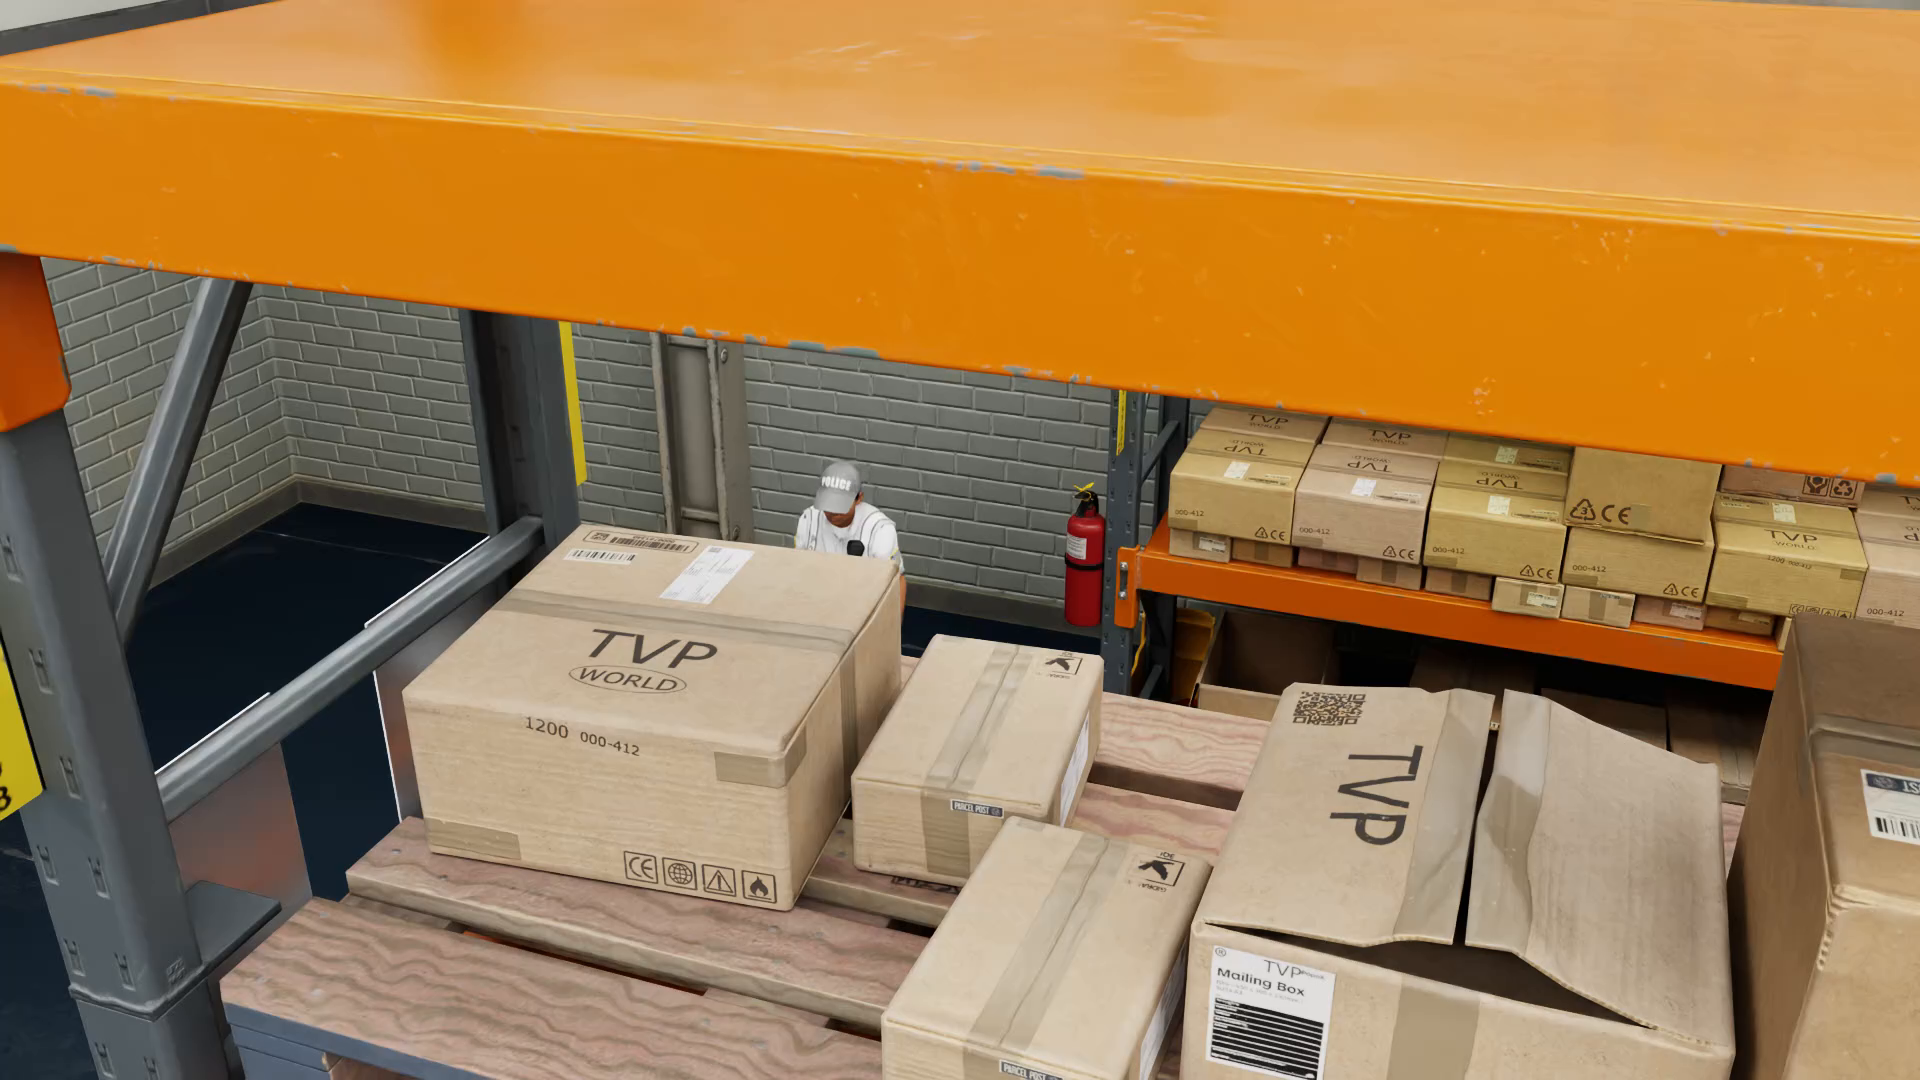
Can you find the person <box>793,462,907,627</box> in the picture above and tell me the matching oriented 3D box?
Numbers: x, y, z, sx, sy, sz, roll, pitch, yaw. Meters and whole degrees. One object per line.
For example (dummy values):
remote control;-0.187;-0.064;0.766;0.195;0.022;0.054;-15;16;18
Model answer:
person;-0.508;0.410;7.259;0.540;1.666;0.453;8;27;16
